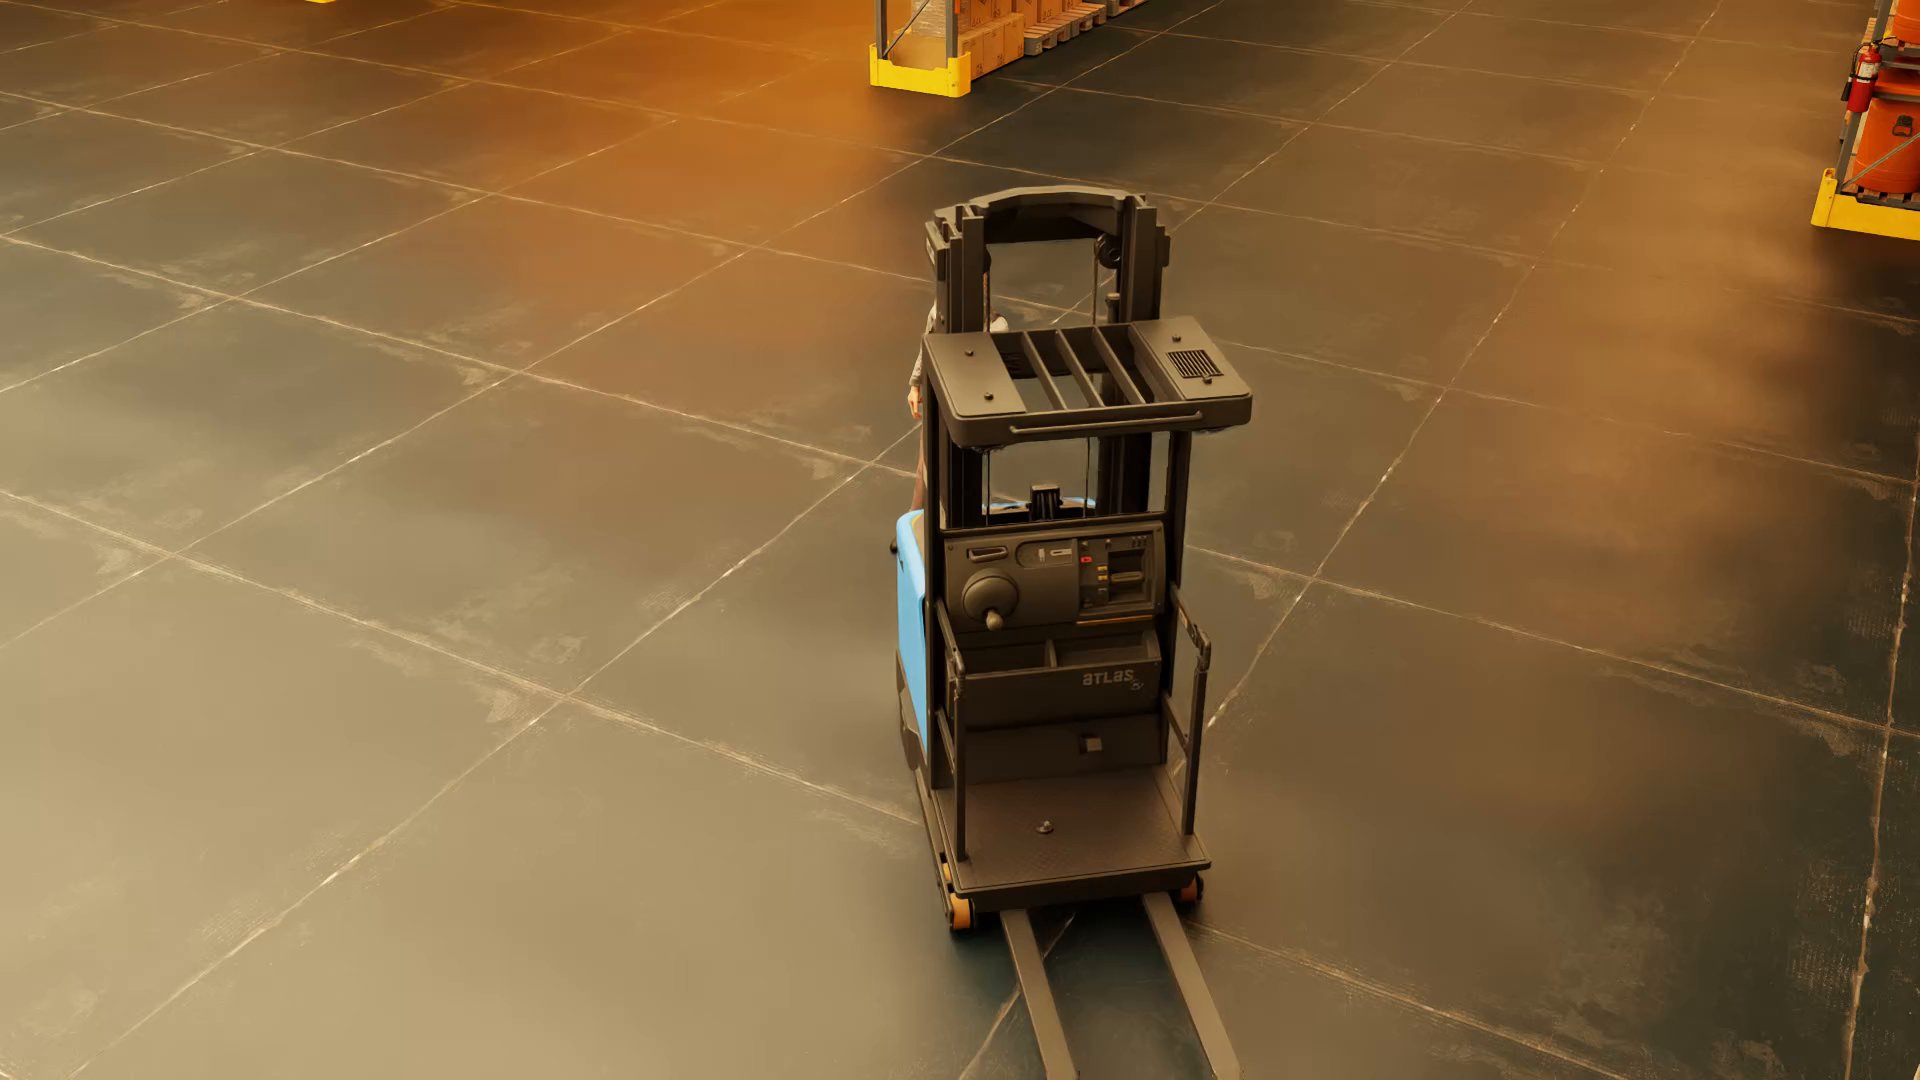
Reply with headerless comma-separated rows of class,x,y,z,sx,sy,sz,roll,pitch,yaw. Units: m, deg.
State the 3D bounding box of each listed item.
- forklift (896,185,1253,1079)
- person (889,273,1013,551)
forklift,0.439,0.201,6.722,1.130,2.935,3.031,-5,30,-9
person,-0.037,-0.725,9.524,0.634,1.723,0.565,15,33,25
